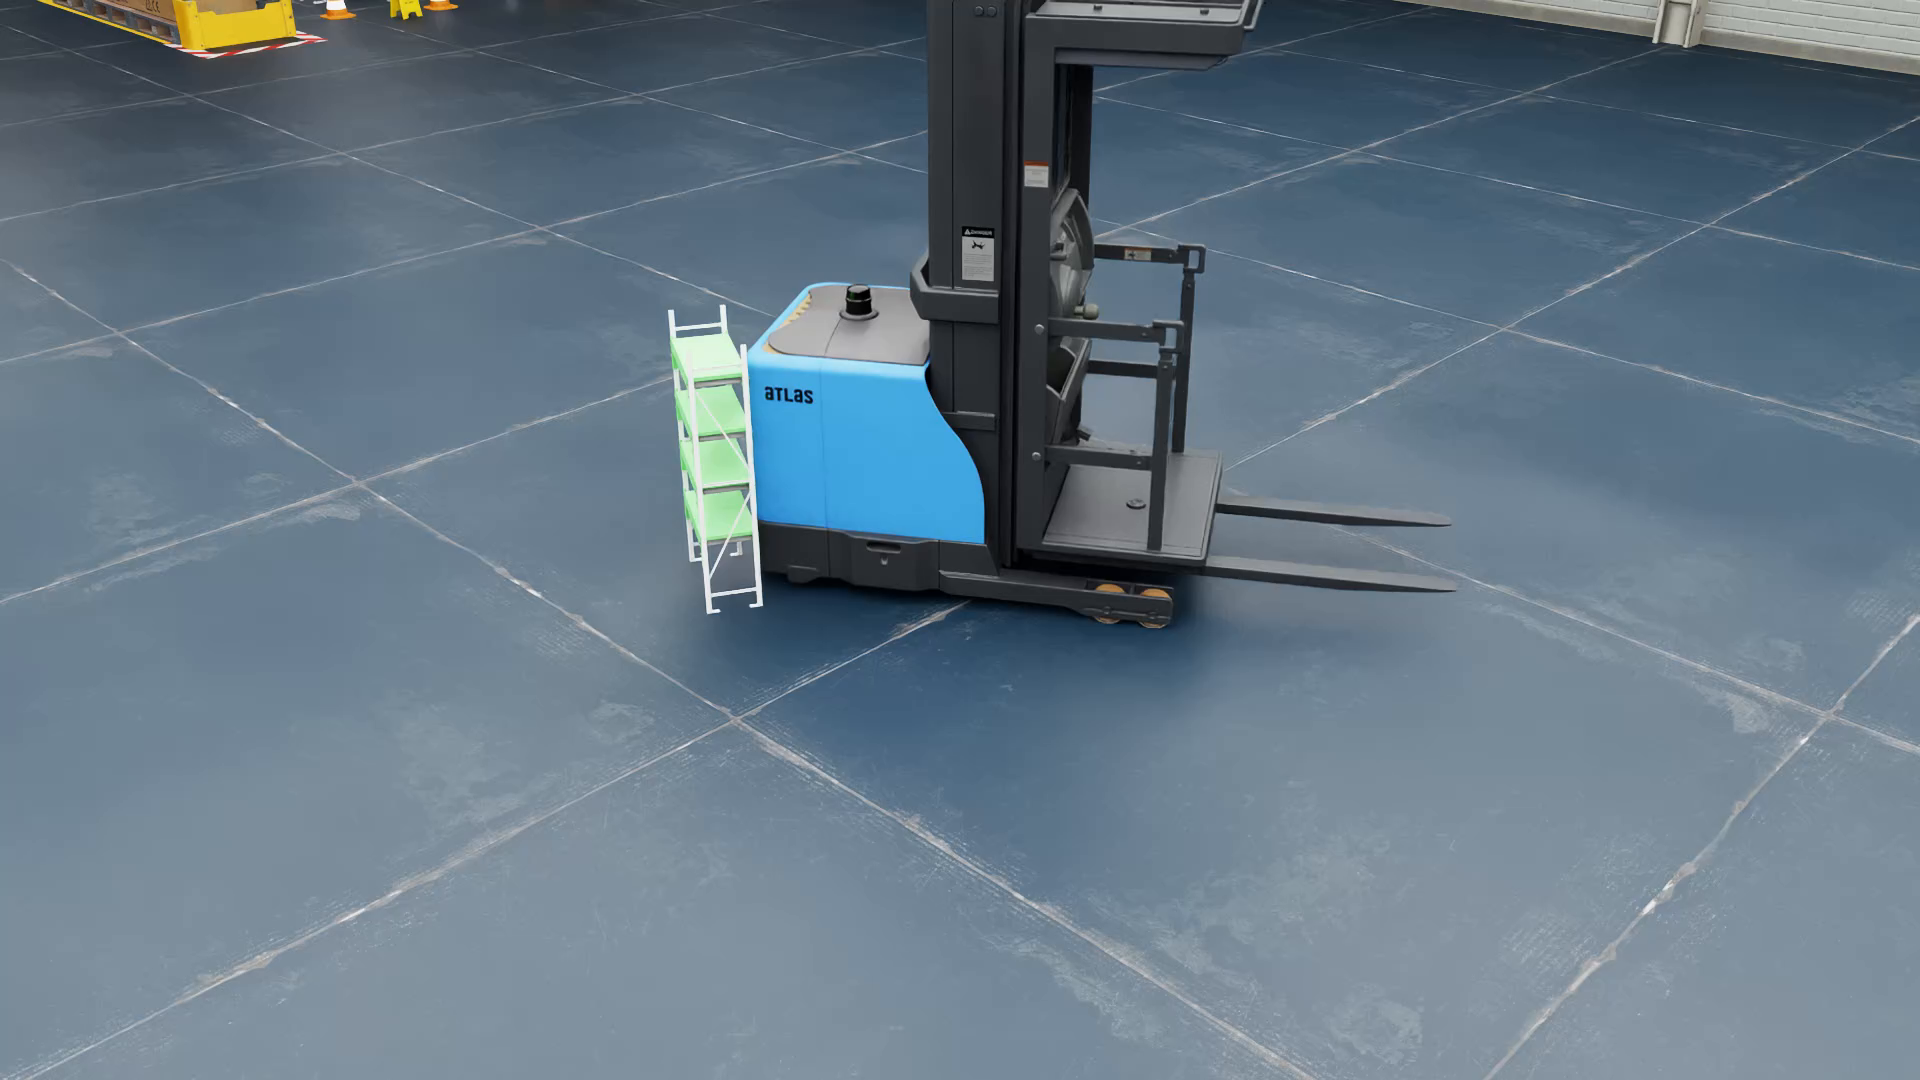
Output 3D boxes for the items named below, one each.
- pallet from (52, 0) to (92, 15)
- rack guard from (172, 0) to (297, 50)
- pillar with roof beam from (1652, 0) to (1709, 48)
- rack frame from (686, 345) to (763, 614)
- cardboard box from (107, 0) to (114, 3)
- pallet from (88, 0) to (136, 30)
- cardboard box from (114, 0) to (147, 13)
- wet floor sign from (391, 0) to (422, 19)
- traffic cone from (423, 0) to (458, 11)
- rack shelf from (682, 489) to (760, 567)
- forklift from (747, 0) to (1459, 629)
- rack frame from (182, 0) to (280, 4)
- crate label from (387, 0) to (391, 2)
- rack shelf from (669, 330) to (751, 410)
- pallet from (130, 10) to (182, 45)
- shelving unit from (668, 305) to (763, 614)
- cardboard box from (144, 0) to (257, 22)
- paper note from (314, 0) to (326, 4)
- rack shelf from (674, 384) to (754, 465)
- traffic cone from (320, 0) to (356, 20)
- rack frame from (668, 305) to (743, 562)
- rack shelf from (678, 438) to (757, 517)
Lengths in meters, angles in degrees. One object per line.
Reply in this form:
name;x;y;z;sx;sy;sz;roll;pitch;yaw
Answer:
pallet;-10.201;-6.557;19.994;1.213;0.211;1.003;25;36;38
rack guard;-7.819;-5.646;17.951;0.348;0.500;1.175;25;36;38
pillar with roof beam;4.713;-7.922;13.147;0.400;9.000;9.100;25;36;38
rack frame;-0.973;-0.233;6.904;0.240;1.200;0.015;-8;29;-15
cardboard box;-9.644;-6.790;19.271;0.875;0.875;0.875;25;37;39
pallet;-9.327;-6.159;19.237;1.213;0.211;1.003;25;36;38
cardboard box;-8.995;-6.492;18.704;0.875;0.875;0.875;24;36;38
wet floor sign;-6.427;-6.366;19.164;0.232;0.644;0.267;18;33;30
traffic cone;-6.185;-6.546;19.702;0.334;0.463;0.336;25;36;38
rack shelf;-1.043;-0.073;7.252;0.258;0.148;0.480;-8;29;-15
forklift;0.652;-1.193;6.869;3.031;2.935;1.130;6;28;11
rack frame;-7.836;-6.760;17.384;0.127;3.000;1.000;25;36;38
crate label;-6.789;-6.638;20.227;0.298;0.136;0.250;7;29;13
rack shelf;-1.043;-0.710;6.917;0.258;0.148;0.480;-8;29;-15
pallet;-8.461;-5.761;18.480;1.213;0.211;1.003;25;36;38
shelving unit;-1.043;-0.342;7.111;0.258;1.200;0.503;-8;29;-15
cardboard box;-8.366;-6.205;18.160;0.875;0.875;0.875;25;37;39
paper note;-7.734;-6.507;20.094;0.144;0.017;0.142;-13;30;-22
rack shelf;-1.043;-0.498;7.029;0.258;0.148;0.480;-8;29;-15
traffic cone;-7.219;-6.282;19.200;0.334;0.463;0.336;25;36;38
rack frame;-1.114;-0.450;7.317;0.240;1.200;0.015;-8;29;-15
rack shelf;-1.043;-0.285;7.140;0.258;0.148;0.480;-8;29;-15
